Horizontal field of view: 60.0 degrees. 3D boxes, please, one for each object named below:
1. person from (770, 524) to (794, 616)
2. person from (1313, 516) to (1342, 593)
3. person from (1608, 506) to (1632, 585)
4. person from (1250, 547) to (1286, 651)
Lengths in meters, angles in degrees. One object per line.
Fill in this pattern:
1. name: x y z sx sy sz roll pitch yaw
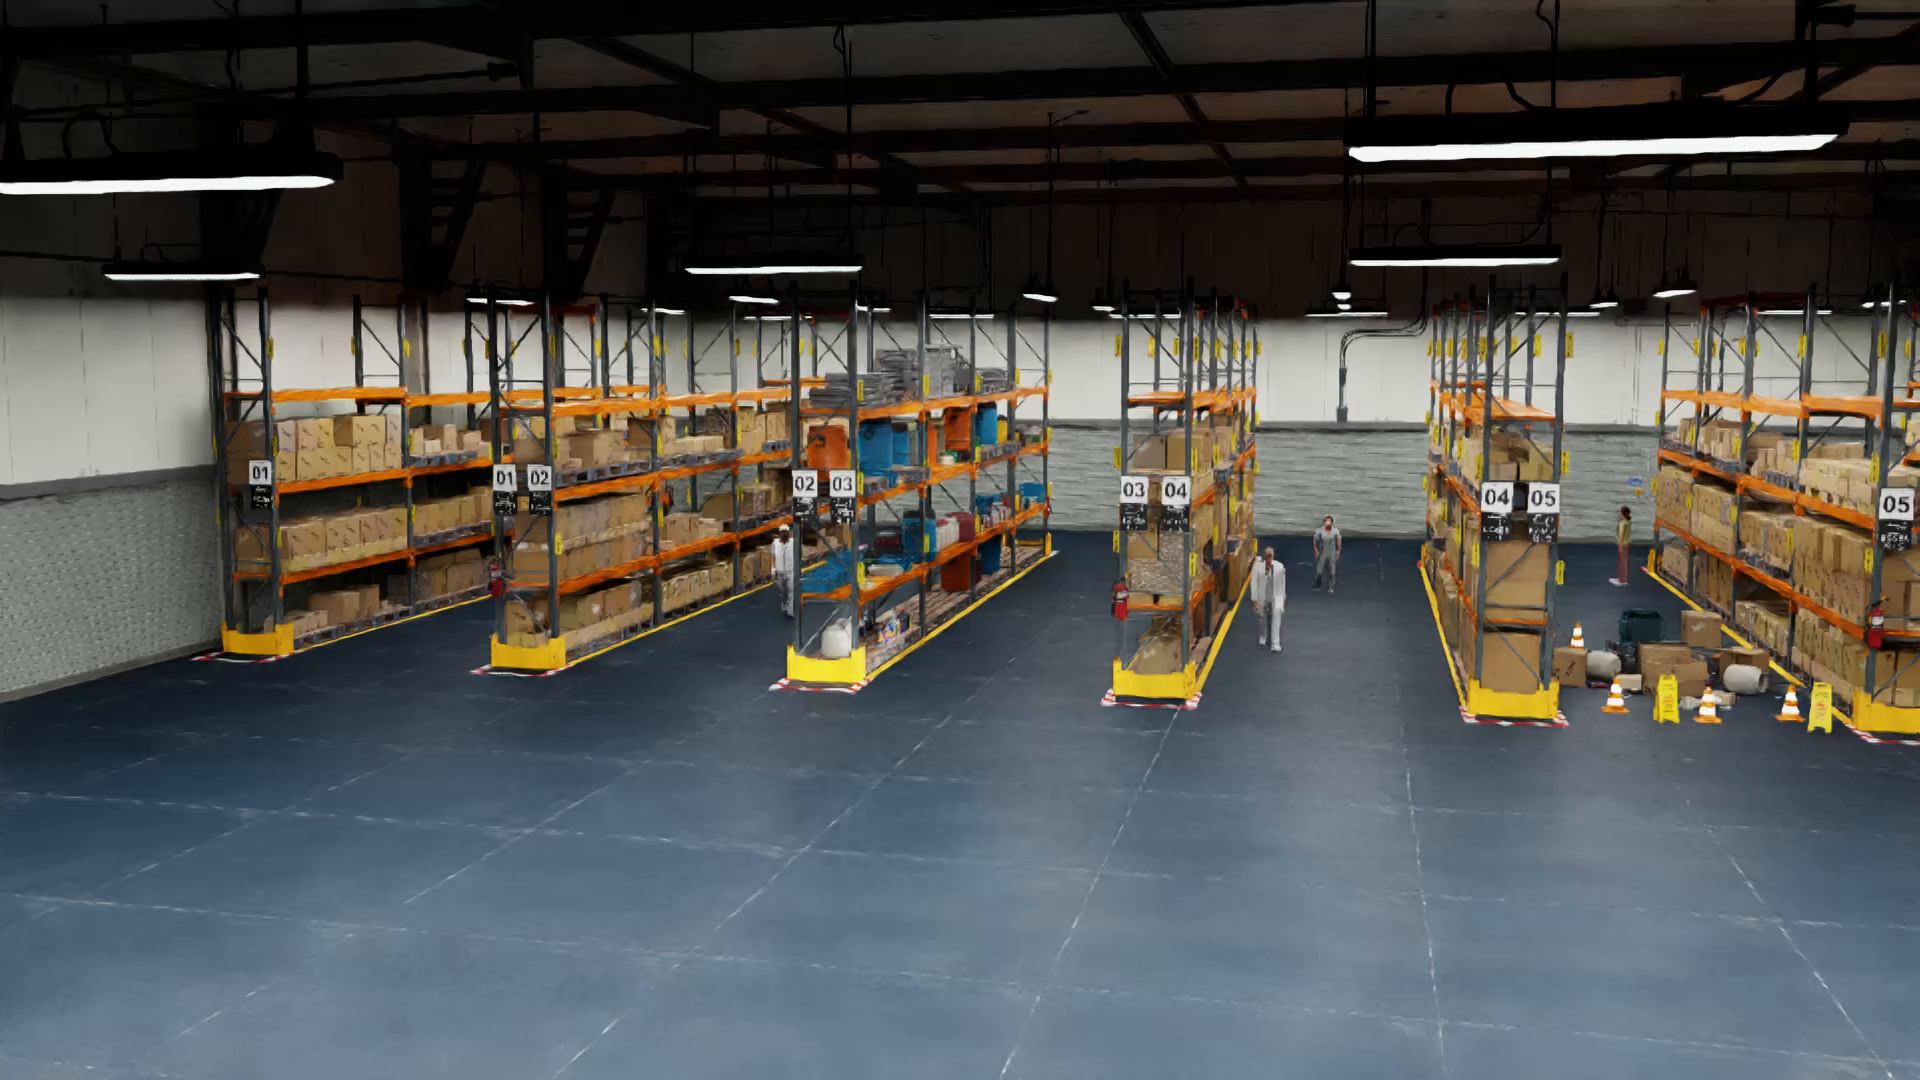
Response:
1. person: -3.295 0.546 31.281 0.554 1.724 1.029 1 7 5
2. person: 7.529 0.292 34.109 0.580 1.619 0.507 1 7 11
3. person: 14.015 0.112 35.255 0.477 1.675 0.493 6 9 43
4. person: 5.131 0.959 27.686 0.601 1.694 1.186 1 7 10
